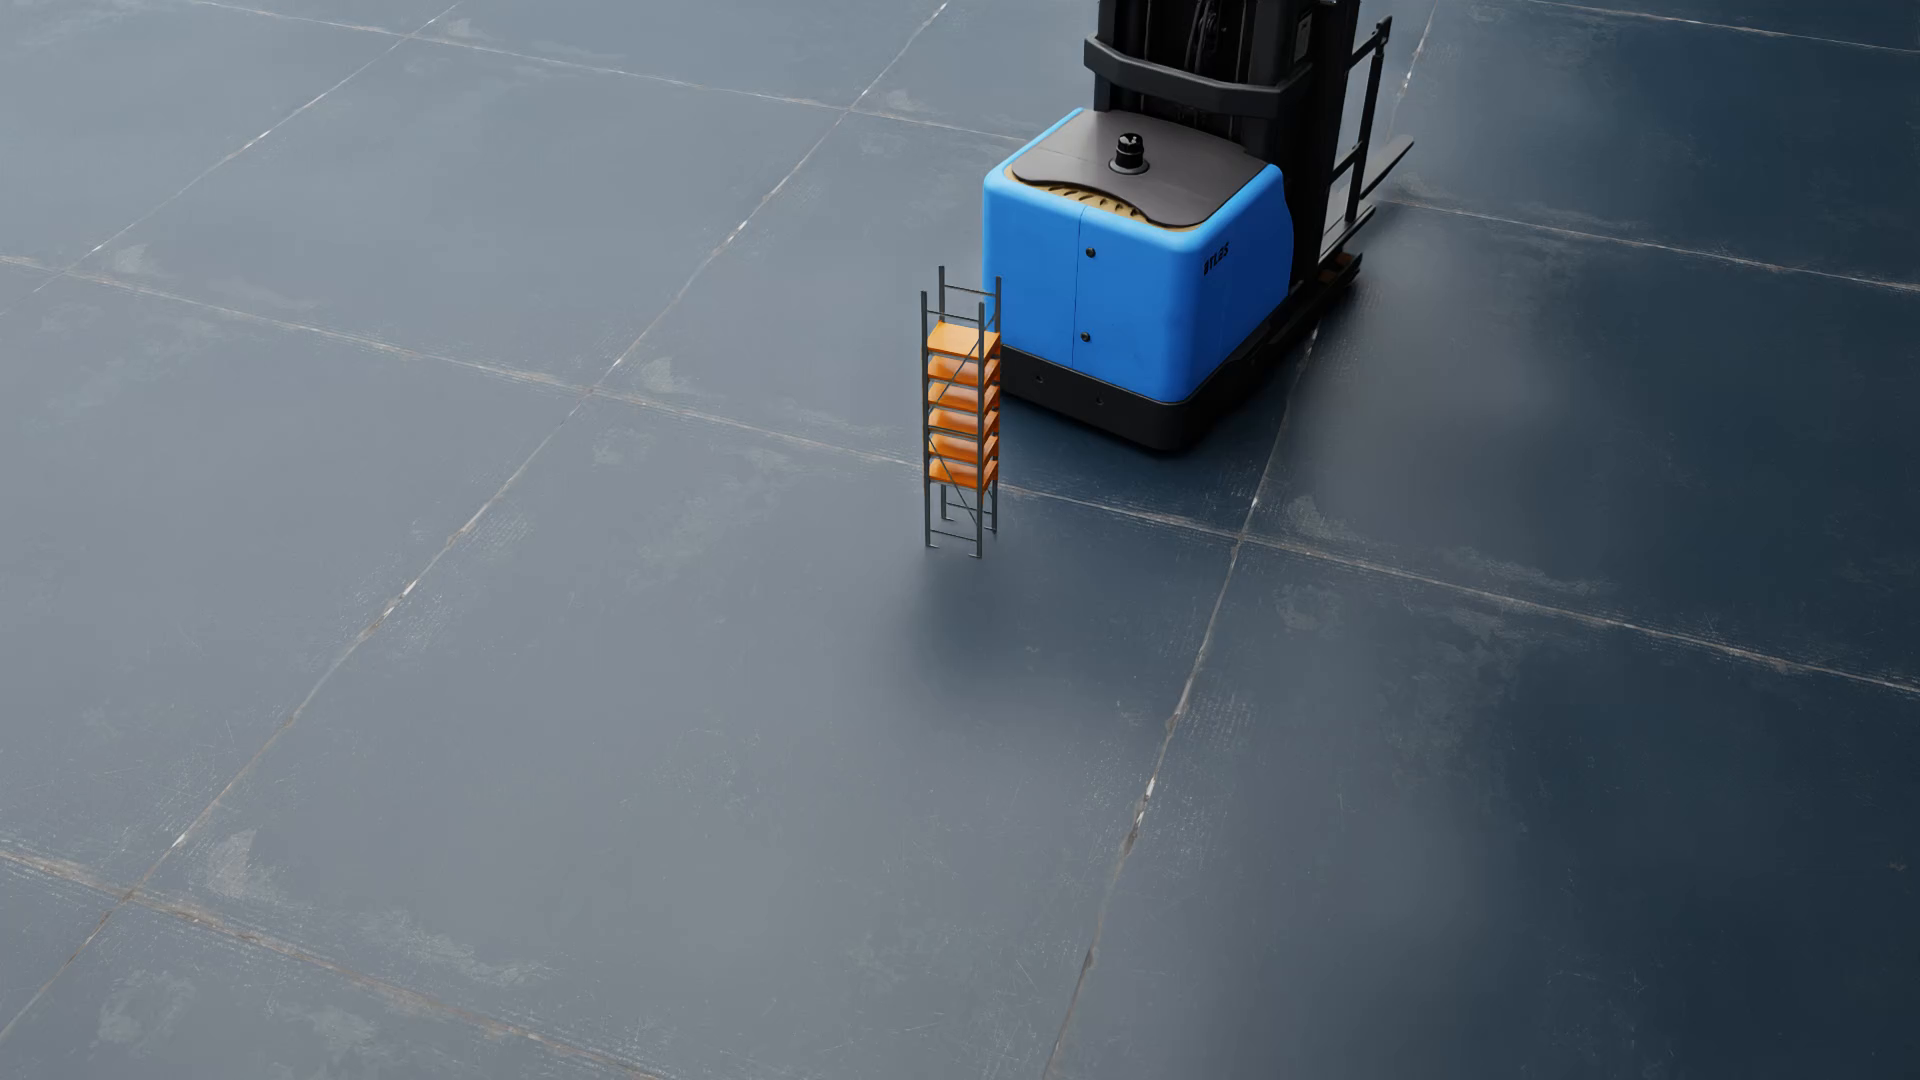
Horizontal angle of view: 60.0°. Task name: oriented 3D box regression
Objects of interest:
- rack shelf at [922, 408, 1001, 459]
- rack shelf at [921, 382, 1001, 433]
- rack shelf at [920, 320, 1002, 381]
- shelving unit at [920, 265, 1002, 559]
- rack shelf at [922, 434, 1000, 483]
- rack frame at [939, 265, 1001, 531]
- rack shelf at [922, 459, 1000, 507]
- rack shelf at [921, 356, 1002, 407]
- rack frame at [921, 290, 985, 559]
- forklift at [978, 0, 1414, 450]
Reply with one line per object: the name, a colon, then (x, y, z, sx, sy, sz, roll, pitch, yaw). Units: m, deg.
rack shelf: (0.005, -0.431, 6.400, 0.258, 0.103, 0.180, 13, 42, 15)
rack shelf: (0.005, -0.523, 6.322, 0.258, 0.103, 0.180, 13, 42, 15)
rack shelf: (0.005, -0.705, 6.166, 0.258, 0.103, 0.180, 13, 42, 15)
shelving unit: (0.005, -0.465, 6.371, 0.258, 1.200, 0.189, 13, 42, 15)
rack shelf: (0.005, -0.340, 6.478, 0.258, 0.103, 0.180, 13, 42, 15)
rack frame: (0.036, -0.521, 6.436, 0.240, 1.200, 0.006, 13, 42, 15)
rack shelf: (0.005, -0.249, 6.556, 0.258, 0.103, 0.180, 13, 42, 15)
rack shelf: (0.005, -0.614, 6.244, 0.258, 0.103, 0.180, 13, 42, 15)
rack frame: (-0.026, -0.409, 6.306, 0.240, 1.200, 0.006, 13, 42, 15)
forklift: (1.321, -2.420, 7.328, 1.130, 2.935, 3.031, 24, 46, 25)
